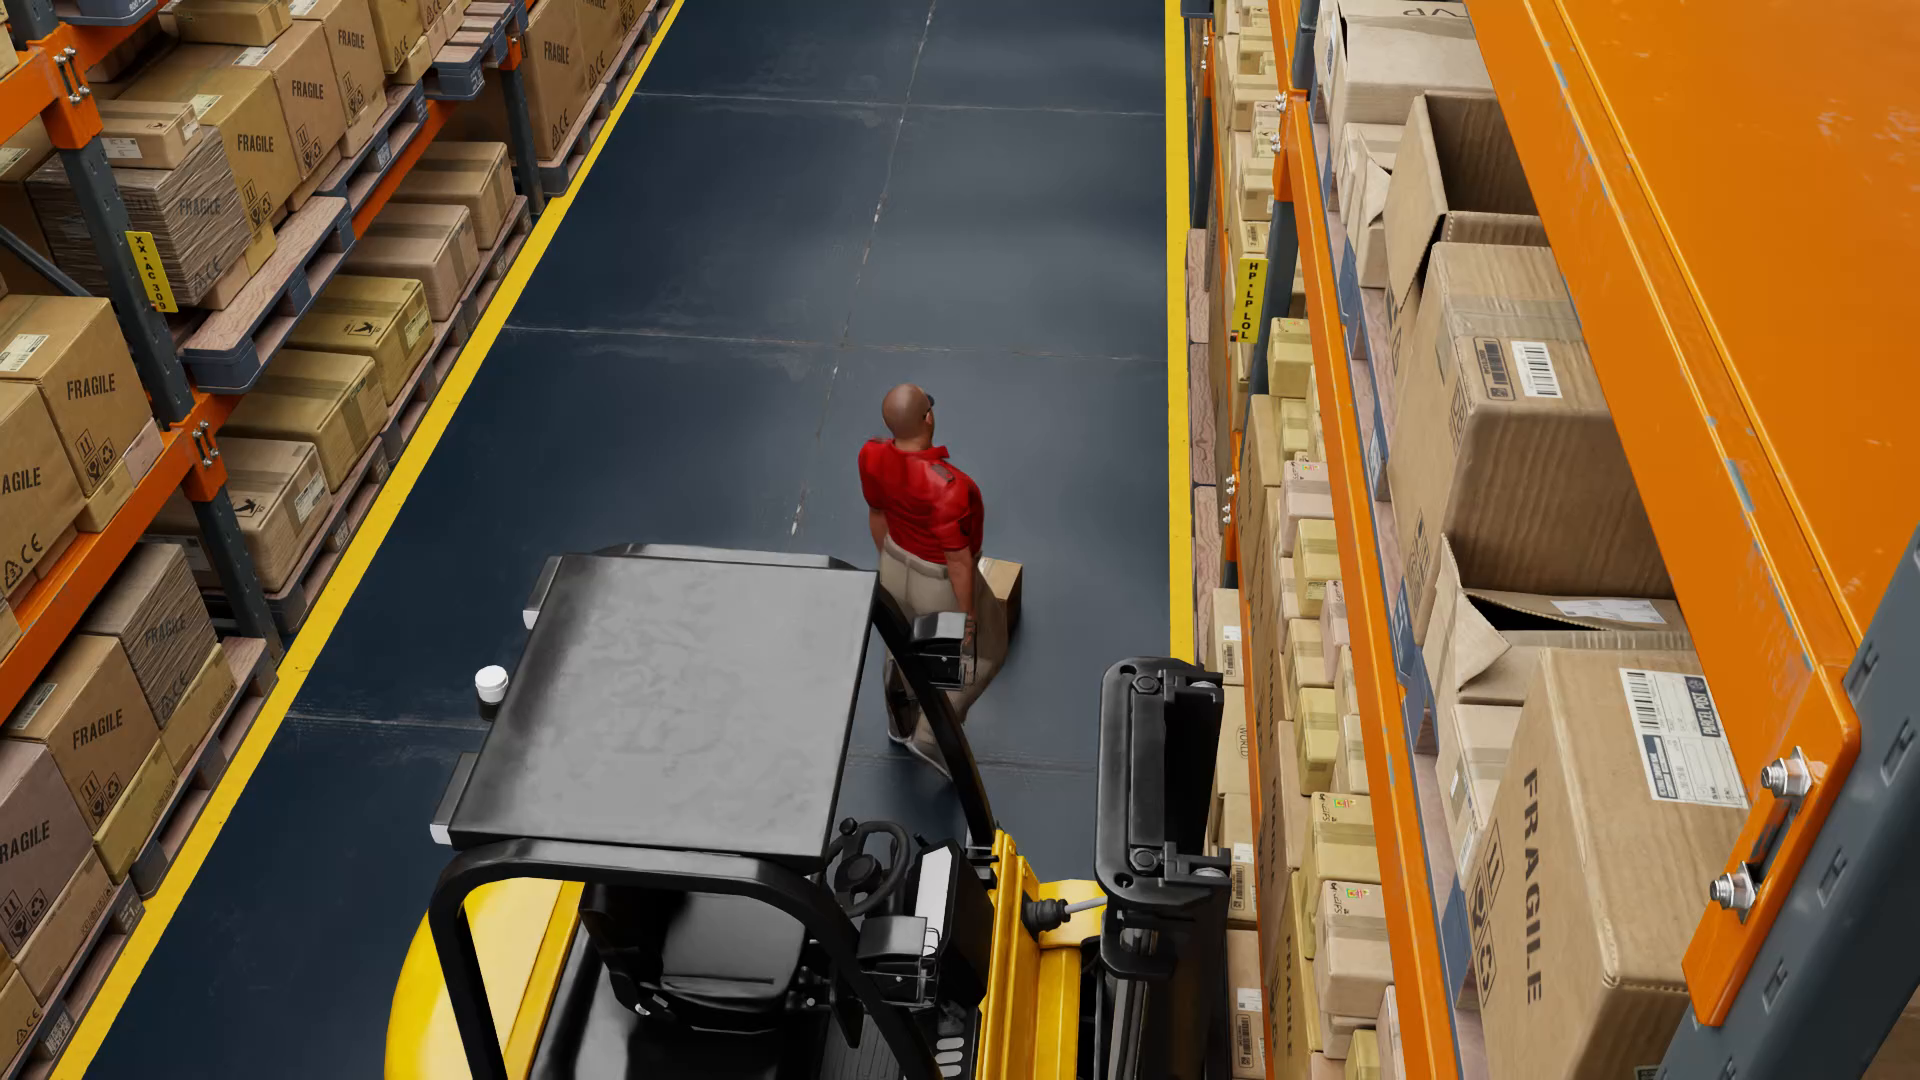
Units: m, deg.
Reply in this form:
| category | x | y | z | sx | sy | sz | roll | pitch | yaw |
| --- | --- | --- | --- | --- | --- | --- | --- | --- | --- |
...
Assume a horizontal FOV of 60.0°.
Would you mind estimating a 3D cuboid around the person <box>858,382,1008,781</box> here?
| category | x | y | z | sx | sy | sz | roll | pitch | yaw |
| --- | --- | --- | --- | --- | --- | --- | --- | --- | --- |
| person | -0.132 | 0.159 | 6.250 | 0.560 | 1.727 | 0.464 | 28 | 47 | 30 |
